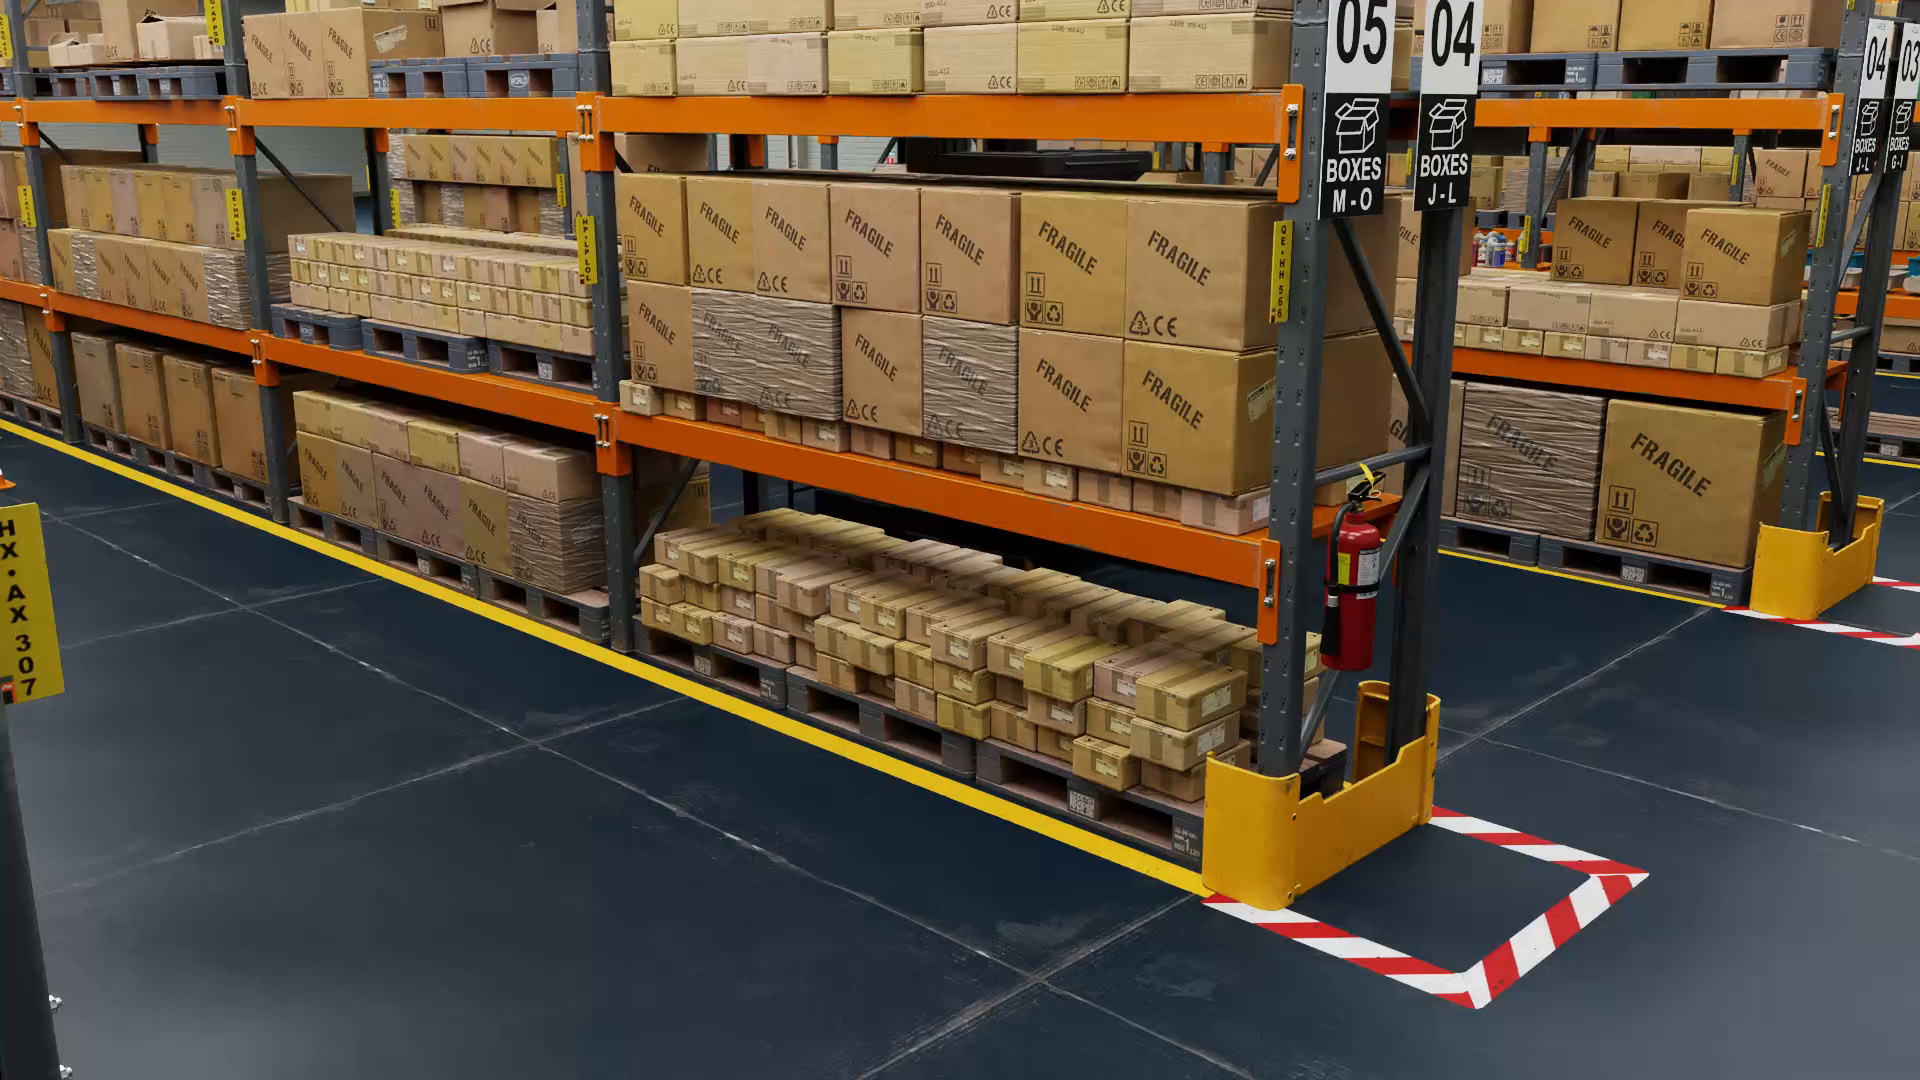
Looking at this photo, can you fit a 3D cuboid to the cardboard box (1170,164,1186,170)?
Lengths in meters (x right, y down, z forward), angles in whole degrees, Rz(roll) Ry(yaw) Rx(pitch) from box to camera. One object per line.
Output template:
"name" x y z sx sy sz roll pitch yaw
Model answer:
"cardboard box" 3.139 -5.478 24.523 0.250 0.149 0.380 14 20 42

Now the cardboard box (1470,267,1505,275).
"cardboard box" 3.320 -1.699 11.209 0.500 0.250 0.500 -14 20 -43

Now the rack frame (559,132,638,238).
"rack frame" -3.681 -3.236 17.404 0.127 3.000 1.000 14 20 42

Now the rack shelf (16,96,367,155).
"rack shelf" -5.757 -3.107 12.385 4.000 0.370 1.077 14 20 42

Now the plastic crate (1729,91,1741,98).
"plastic crate" 6.696 -3.906 14.546 0.466 0.136 0.293 14 20 42

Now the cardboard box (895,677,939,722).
"cardboard box" -0.064 0.654 7.293 0.380 0.149 0.250 -14 20 -43

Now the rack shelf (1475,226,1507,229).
"rack shelf" 7.517 -3.765 20.329 3.809 0.052 0.919 14 20 42

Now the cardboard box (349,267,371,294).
"cardboard box" -3.535 -1.621 10.279 0.250 0.149 0.380 14 20 42

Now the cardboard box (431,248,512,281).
"cardboard box" -2.799 -1.586 9.556 0.250 0.149 0.380 13 19 40

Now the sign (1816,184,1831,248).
"sign" 4.571 -1.715 8.799 0.005 0.325 0.100 14 20 42

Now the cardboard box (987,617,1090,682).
"cardboard box" 0.327 0.455 6.879 0.250 0.149 0.380 13 19 40

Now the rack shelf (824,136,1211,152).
"rack shelf" 0.638 -3.290 13.086 4.000 0.370 1.077 14 20 42

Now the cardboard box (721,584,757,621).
"cardboard box" -0.954 0.264 8.200 0.250 0.149 0.380 14 20 42

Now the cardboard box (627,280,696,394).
"cardboard box" -1.256 -1.014 8.085 0.500 0.500 0.500 13 20 41

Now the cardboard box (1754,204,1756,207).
"cardboard box" 11.239 -4.613 23.146 0.250 0.149 0.380 14 20 42

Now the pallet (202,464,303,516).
"pallet" -4.832 -0.456 12.263 1.213 0.211 1.003 14 20 42

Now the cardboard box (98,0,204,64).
"cardboard box" -5.763 -3.659 11.846 0.500 0.500 0.500 14 20 42

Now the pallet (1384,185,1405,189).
"pallet" 7.083 -5.681 27.165 1.213 0.211 1.003 14 20 42

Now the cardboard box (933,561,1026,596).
"cardboard box" 0.092 0.228 7.749 0.250 0.149 0.380 14 20 42

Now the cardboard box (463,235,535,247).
"cardboard box" -2.914 -1.841 10.535 0.250 0.149 0.380 14 20 42

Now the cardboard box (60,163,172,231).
"cardboard box" -6.835 -2.800 13.548 0.500 0.500 0.700 13 20 41

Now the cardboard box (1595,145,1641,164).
"cardboard box" 9.682 -5.667 24.418 0.500 0.250 0.500 -14 20 -43

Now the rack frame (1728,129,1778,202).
"rack frame" 8.957 -3.634 18.929 0.127 3.000 1.000 14 20 42

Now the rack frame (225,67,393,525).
"rack frame" -4.317 -1.654 11.330 0.127 3.000 1.000 14 20 42

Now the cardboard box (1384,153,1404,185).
"cardboard box" 6.976 -6.100 27.322 0.500 0.500 0.700 14 20 42

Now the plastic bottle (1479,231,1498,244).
"plastic bottle" 5.184 -2.889 16.318 0.135 0.276 0.152 14 20 42

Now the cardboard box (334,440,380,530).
"cardboard box" -3.620 -0.390 10.604 0.500 0.500 0.500 14 20 43

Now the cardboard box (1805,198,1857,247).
"cardboard box" 9.505 -3.454 18.042 0.500 0.500 0.500 14 20 43

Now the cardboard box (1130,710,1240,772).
"cardboard box" 0.864 0.738 6.381 0.250 0.149 0.380 13 19 41

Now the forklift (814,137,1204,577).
"forklift" 0.475 -1.283 10.170 3.031 2.867 1.129 12 19 39

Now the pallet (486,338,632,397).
"pallet" -1.886 -1.021 9.282 1.213 0.211 1.003 14 20 42

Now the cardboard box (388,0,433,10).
"cardboard box" -3.466 -3.413 10.418 0.258 0.266 0.396 14 20 42

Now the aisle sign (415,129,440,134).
"aisle sign" -6.397 -5.260 20.013 0.004 0.787 0.394 14 20 42

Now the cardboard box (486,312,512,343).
"cardboard box" -2.406 -1.202 9.262 0.250 0.149 0.380 12 19 39

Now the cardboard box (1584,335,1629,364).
"cardboard box" 3.925 -1.151 9.897 0.250 0.149 0.380 14 20 43

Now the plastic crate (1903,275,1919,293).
"plastic crate" 7.683 -2.046 13.241 0.243 0.136 0.396 14 20 42

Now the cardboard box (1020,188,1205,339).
"cardboard box" 0.575 -1.053 6.254 0.500 0.500 0.500 13 19 40

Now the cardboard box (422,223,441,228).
"cardboard box" -5.990 -3.588 19.251 0.250 0.149 0.380 14 20 42

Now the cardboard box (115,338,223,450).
"cardboard box" -5.995 -1.206 13.242 0.750 0.750 1.050 14 20 42

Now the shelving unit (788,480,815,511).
"shelving unit" -0.885 -1.205 11.389 0.503 2.100 0.431 12 19 39

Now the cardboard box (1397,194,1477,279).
"cardboard box" 2.972 -1.962 10.735 0.500 0.500 0.500 13 19 40

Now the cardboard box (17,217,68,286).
"cardboard box" -7.470 -2.489 14.237 0.550 0.550 0.875 14 20 42

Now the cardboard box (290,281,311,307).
"cardboard box" -4.135 -1.620 10.867 0.250 0.149 0.380 13 20 41

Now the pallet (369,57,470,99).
"pallet" -2.556 -2.623 9.472 1.003 0.211 1.213 14 20 42

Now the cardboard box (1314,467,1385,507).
"cardboard box" 1.437 -0.248 6.434 0.250 0.149 0.380 13 20 42

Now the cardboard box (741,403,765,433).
"cardboard box" -0.803 -0.606 7.806 0.250 0.149 0.380 13 19 40

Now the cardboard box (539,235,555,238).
"cardboard box" -4.213 -3.144 17.550 0.250 0.149 0.380 14 20 42

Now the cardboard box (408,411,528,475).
"cardboard box" -2.900 -0.577 9.834 0.500 0.250 0.500 13 19 40

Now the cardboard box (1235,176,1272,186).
"cardboard box" 4.119 -4.853 23.408 0.500 0.500 0.500 -13 19 -40

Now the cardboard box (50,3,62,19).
"cardboard box" -7.589 -4.535 14.326 0.250 0.149 0.380 13 20 42

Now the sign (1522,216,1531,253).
"sign" 5.133 -2.770 15.064 0.005 0.325 0.100 14 20 42

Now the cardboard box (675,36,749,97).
"cardboard box" -0.920 -2.118 7.459 0.500 0.250 0.500 13 20 41
